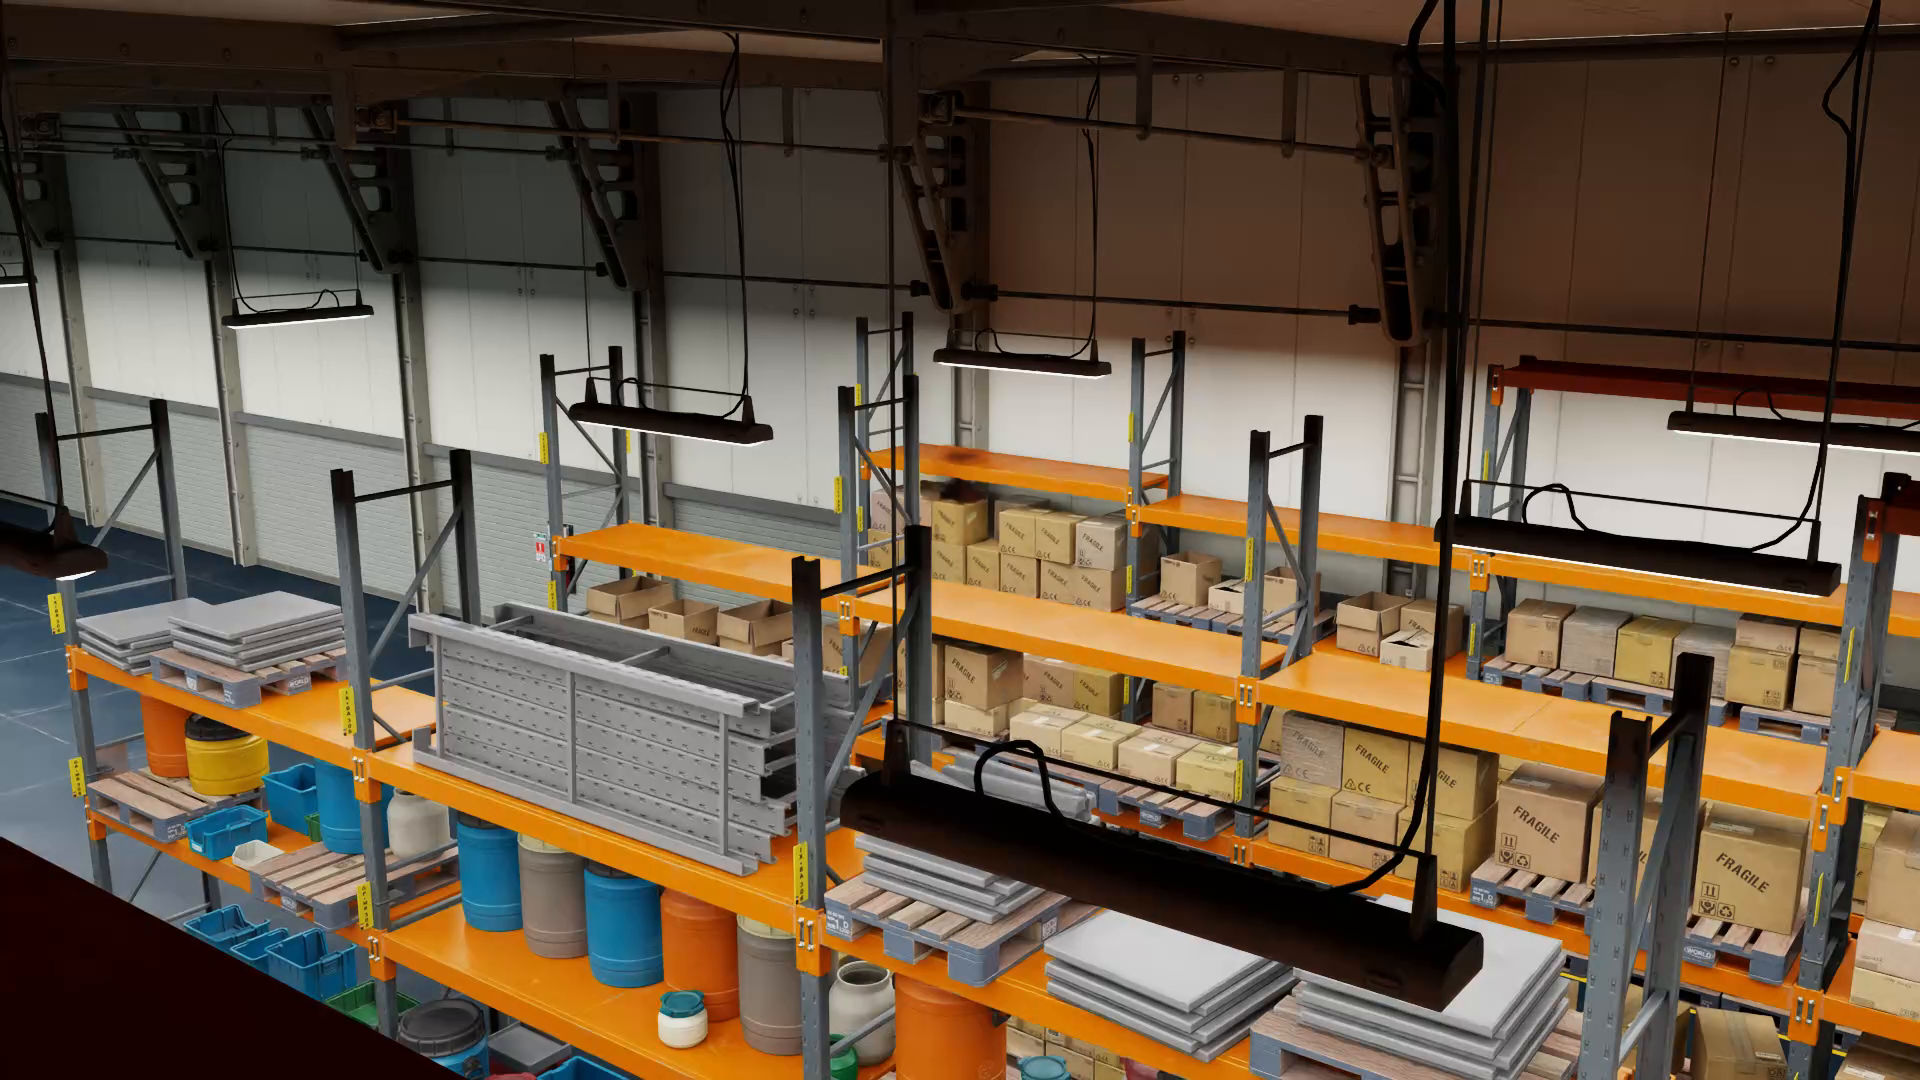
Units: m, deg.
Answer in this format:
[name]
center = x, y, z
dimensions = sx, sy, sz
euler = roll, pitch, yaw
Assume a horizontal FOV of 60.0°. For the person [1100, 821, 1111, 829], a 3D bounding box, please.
[person]
center = 1.443, 3.026, 18.249
dimensions = 0.588, 1.799, 0.402
euler = 12, 17, 41
